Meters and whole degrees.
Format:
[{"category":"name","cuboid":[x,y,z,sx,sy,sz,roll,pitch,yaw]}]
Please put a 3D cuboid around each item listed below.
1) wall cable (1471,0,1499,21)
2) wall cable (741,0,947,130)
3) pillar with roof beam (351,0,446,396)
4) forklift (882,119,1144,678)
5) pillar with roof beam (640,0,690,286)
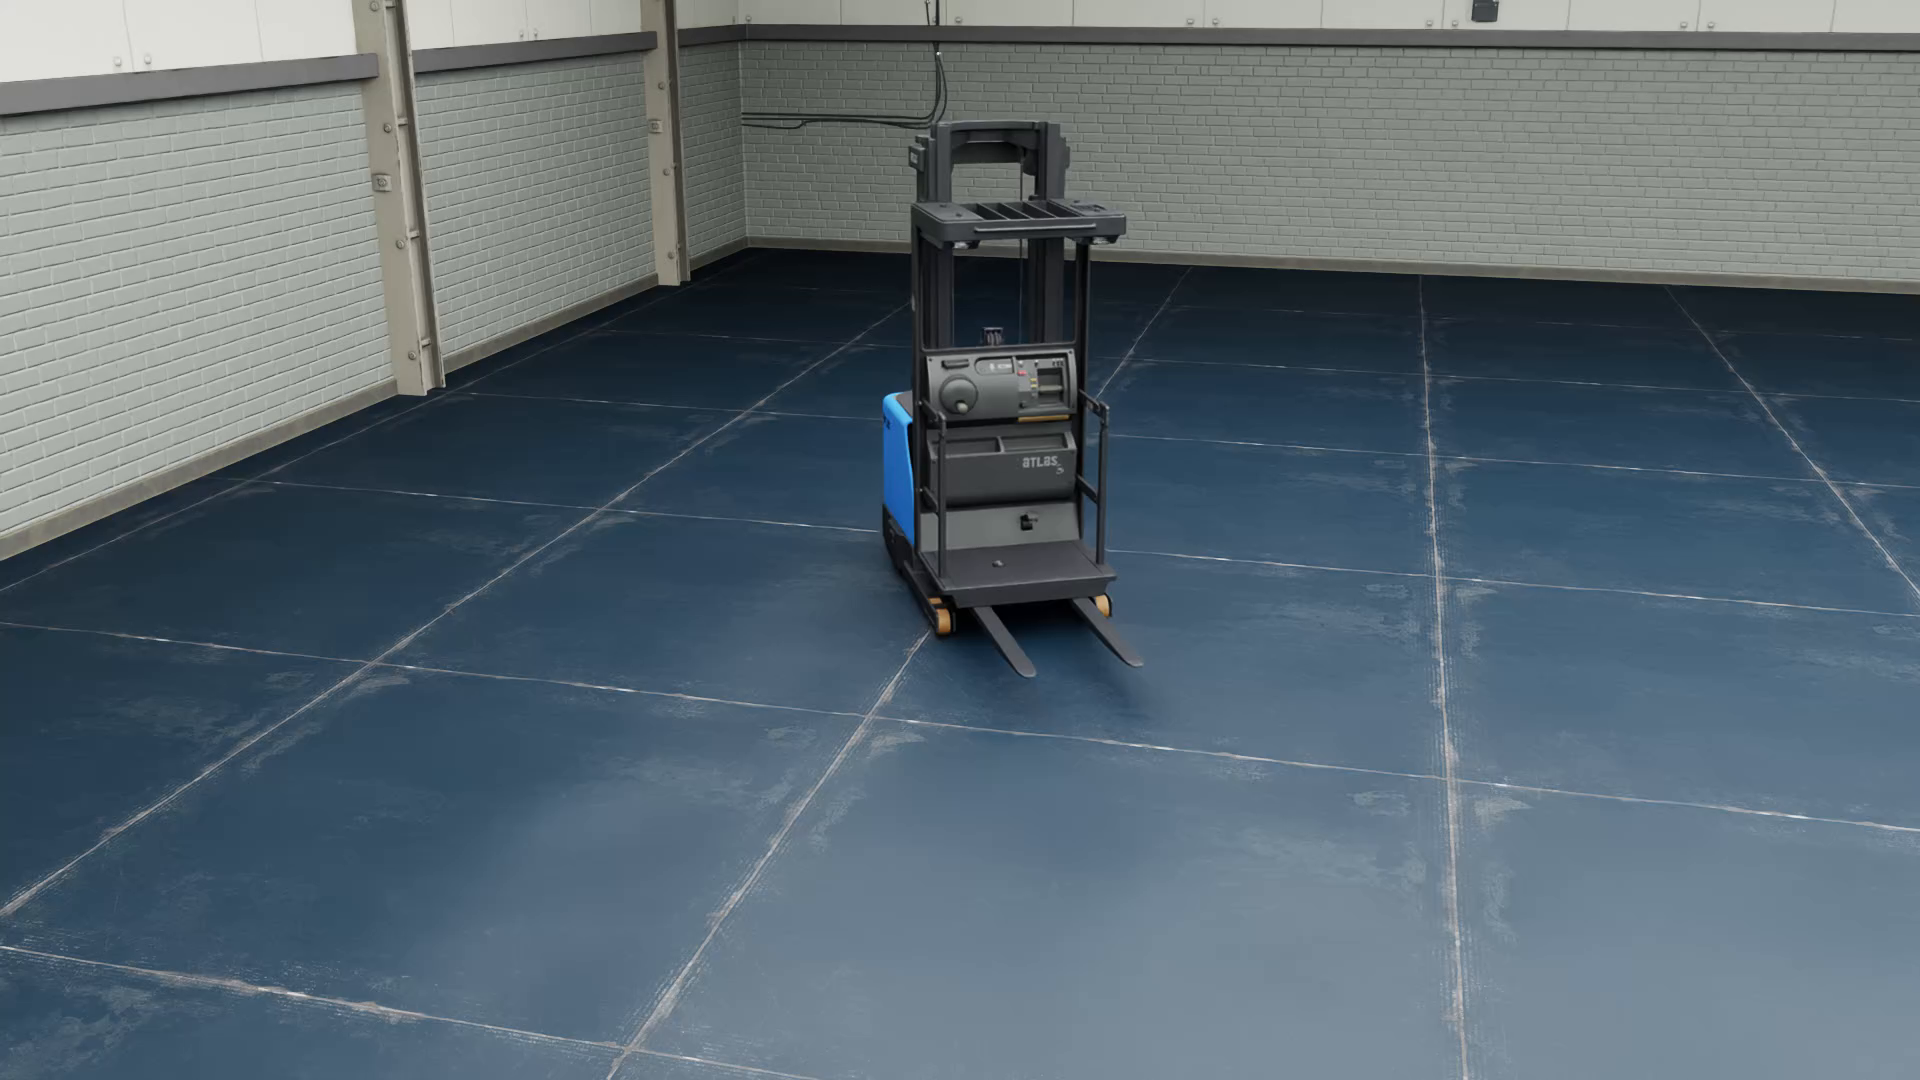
[{"category":"wall cable","cuboid":[7.519,-9.245,19.572,2.305,6.003,0.169,5,19,13]},{"category":"wall cable","cuboid":[-1.683,-6.921,22.833,3.097,2.526,0.112,5,19,13]},{"category":"pillar with roof beam","cuboid":[-0.977,-5.351,13.433,9.100,9.000,0.400,5,19,13]},{"category":"forklift","cuboid":[0.309,-0.947,9.924,1.130,2.935,3.031,-5,19,-13]},{"category":"pillar with roof beam","cuboid":[0.489,-7.232,18.938,9.100,9.000,0.400,5,19,13]}]
